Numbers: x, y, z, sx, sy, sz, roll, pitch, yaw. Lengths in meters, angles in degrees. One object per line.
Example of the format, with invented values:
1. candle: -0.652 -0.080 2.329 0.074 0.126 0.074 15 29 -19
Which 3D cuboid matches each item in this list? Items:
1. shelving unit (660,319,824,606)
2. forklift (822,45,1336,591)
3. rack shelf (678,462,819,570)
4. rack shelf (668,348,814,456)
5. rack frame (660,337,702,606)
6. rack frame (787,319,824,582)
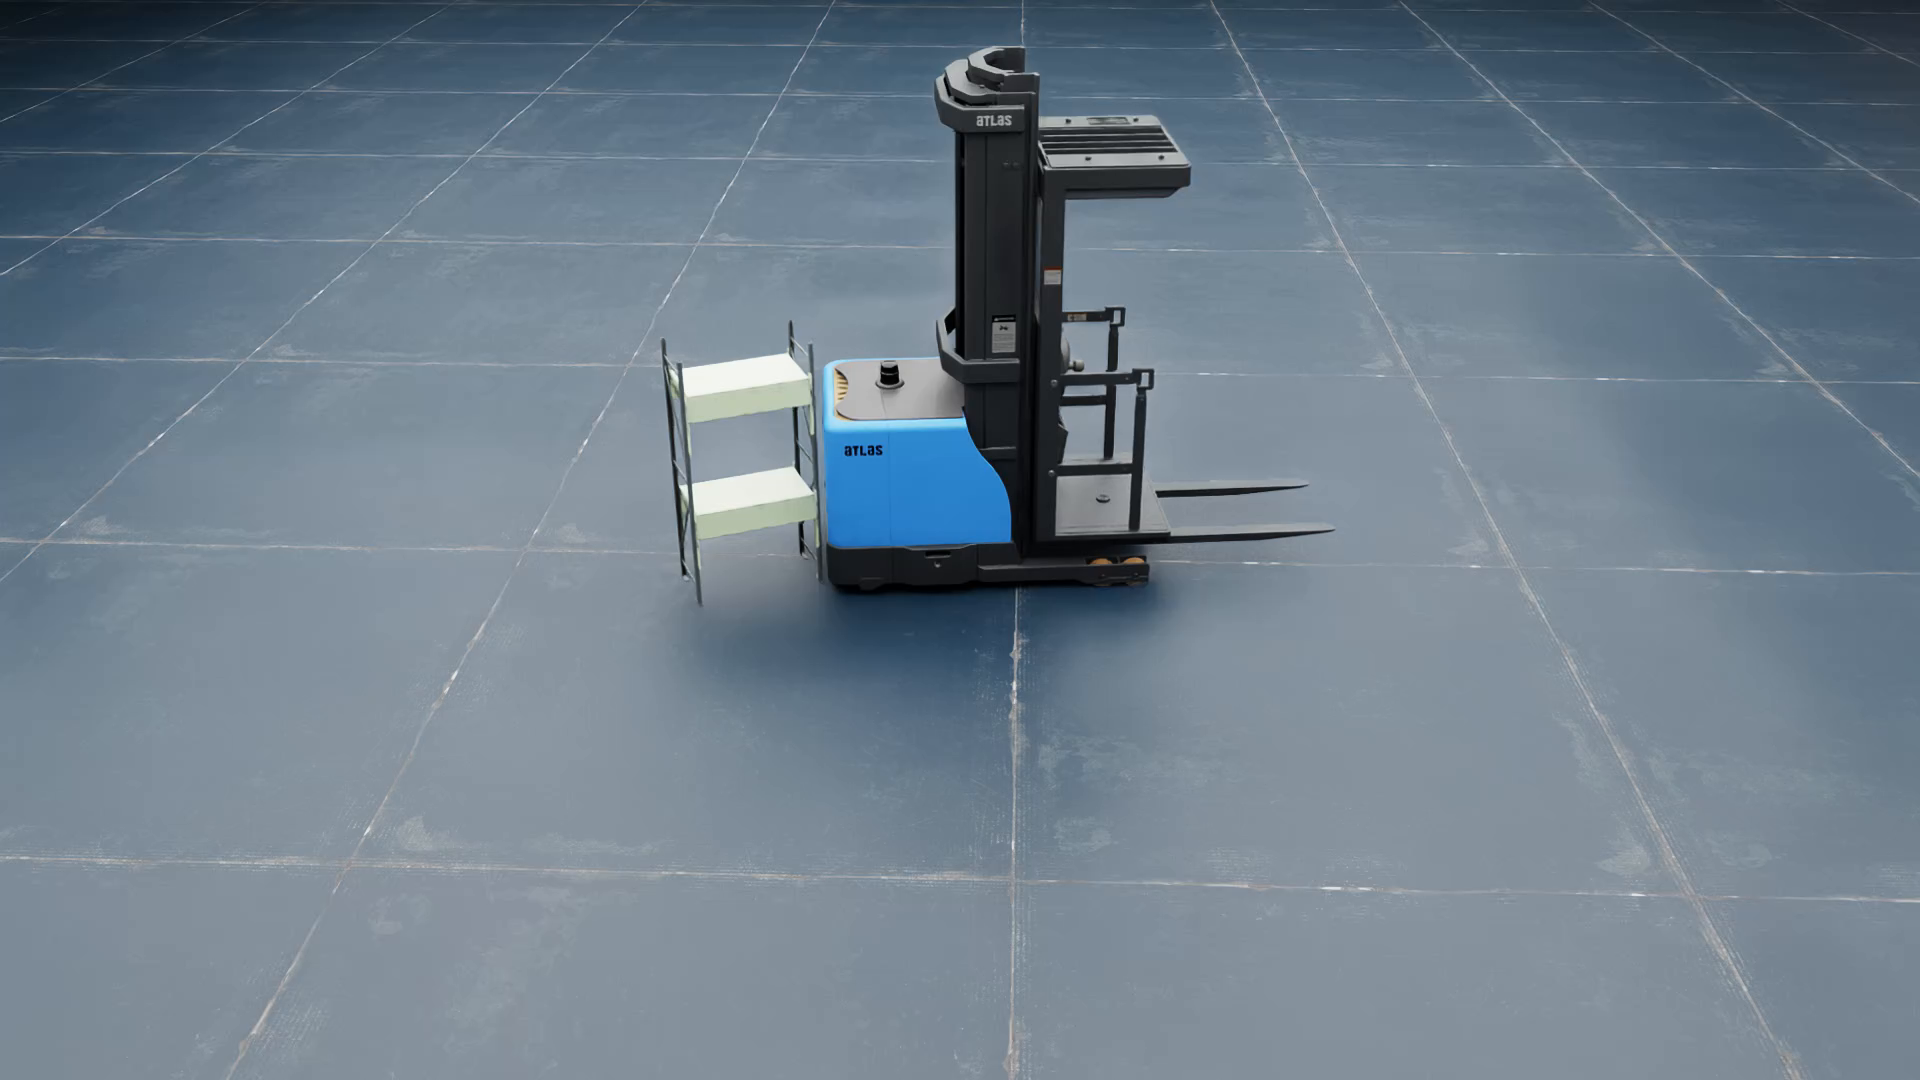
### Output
1. shelving unit: -1.230 -0.435 9.494 0.755 1.500 0.431 -11 30 -20
2. forklift: 0.708 -1.263 9.529 3.031 2.935 1.130 -2 28 -4
3. rack shelf: -1.230 -0.147 9.646 0.720 0.370 0.431 -11 30 -20
4. rack shelf: -1.230 -0.779 9.311 0.720 0.370 0.431 -11 30 -20
5. rack frame: -1.568 -0.369 9.369 0.023 1.500 0.400 -11 30 -20
6. rack frame: -0.892 -0.500 9.618 0.023 1.500 0.400 -11 30 -20
